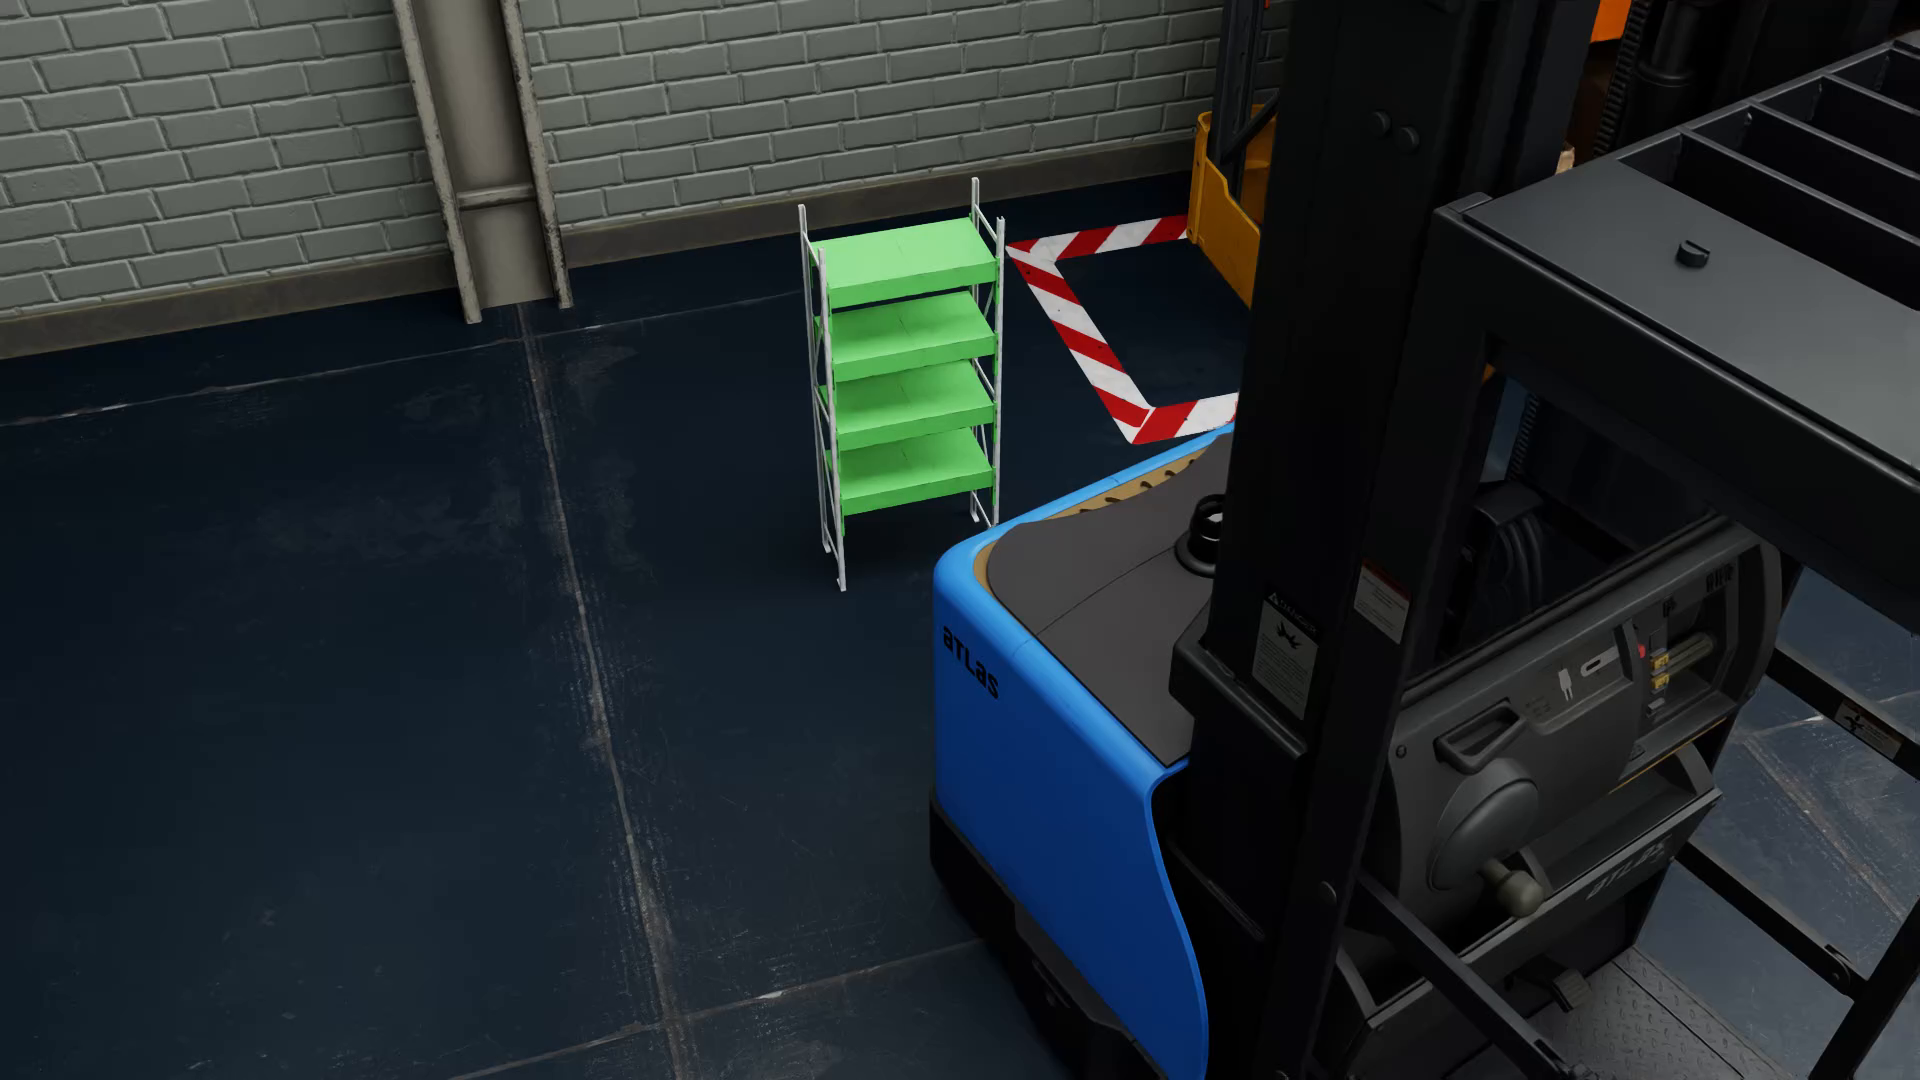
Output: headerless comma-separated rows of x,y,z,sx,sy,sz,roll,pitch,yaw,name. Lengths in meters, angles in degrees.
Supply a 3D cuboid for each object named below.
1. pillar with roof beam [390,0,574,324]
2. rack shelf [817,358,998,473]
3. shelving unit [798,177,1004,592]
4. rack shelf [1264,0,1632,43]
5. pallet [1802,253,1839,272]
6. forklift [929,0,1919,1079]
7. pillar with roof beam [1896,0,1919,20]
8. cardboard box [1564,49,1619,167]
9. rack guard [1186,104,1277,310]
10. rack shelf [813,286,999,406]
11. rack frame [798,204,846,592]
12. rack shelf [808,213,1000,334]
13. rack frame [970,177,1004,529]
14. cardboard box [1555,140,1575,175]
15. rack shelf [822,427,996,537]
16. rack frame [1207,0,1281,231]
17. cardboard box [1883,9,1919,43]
-0.395,-1.623,0.268,0.400,9.000,9.100,-12,42,-13,pillar with roof beam
-0.158,-0.371,4.860,0.480,0.148,0.258,-12,42,-13,rack shelf
-0.158,-0.419,4.818,0.503,1.200,0.258,-12,42,-13,shelving unit
3.062,-2.157,5.986,4.000,0.370,1.077,-12,42,-13,rack shelf
3.149,-1.394,6.686,1.213,0.211,1.003,-12,42,-13,pallet
1.161,0.365,2.605,1.130,2.935,3.031,-24,46,-25,forklift
5.328,-2.809,1.625,0.400,9.000,9.100,-12,42,-13,pillar with roof beam
2.593,-1.455,6.217,0.500,0.500,0.700,-10,42,-11,cardboard box
1.227,-1.106,6.136,0.348,0.500,1.175,-12,42,-13,rack guard
-0.158,-0.552,4.702,0.480,0.148,0.258,-12,42,-13,rack shelf
-0.391,-0.371,4.763,0.015,1.200,0.240,-12,42,-13,rack frame
-0.158,-0.732,4.544,0.480,0.148,0.258,-12,42,-13,rack shelf
0.075,-0.467,4.873,0.015,1.200,0.240,-12,42,-13,rack frame
1.766,-1.312,6.050,0.637,0.503,0.797,-13,43,-15,cardboard box
-0.158,-0.190,5.018,0.480,0.148,0.258,-12,42,-13,rack shelf
1.155,-2.033,5.297,0.127,3.000,1.000,-12,42,-13,rack frame
3.584,-1.661,6.452,0.500,0.500,0.700,-13,43,-15,cardboard box
